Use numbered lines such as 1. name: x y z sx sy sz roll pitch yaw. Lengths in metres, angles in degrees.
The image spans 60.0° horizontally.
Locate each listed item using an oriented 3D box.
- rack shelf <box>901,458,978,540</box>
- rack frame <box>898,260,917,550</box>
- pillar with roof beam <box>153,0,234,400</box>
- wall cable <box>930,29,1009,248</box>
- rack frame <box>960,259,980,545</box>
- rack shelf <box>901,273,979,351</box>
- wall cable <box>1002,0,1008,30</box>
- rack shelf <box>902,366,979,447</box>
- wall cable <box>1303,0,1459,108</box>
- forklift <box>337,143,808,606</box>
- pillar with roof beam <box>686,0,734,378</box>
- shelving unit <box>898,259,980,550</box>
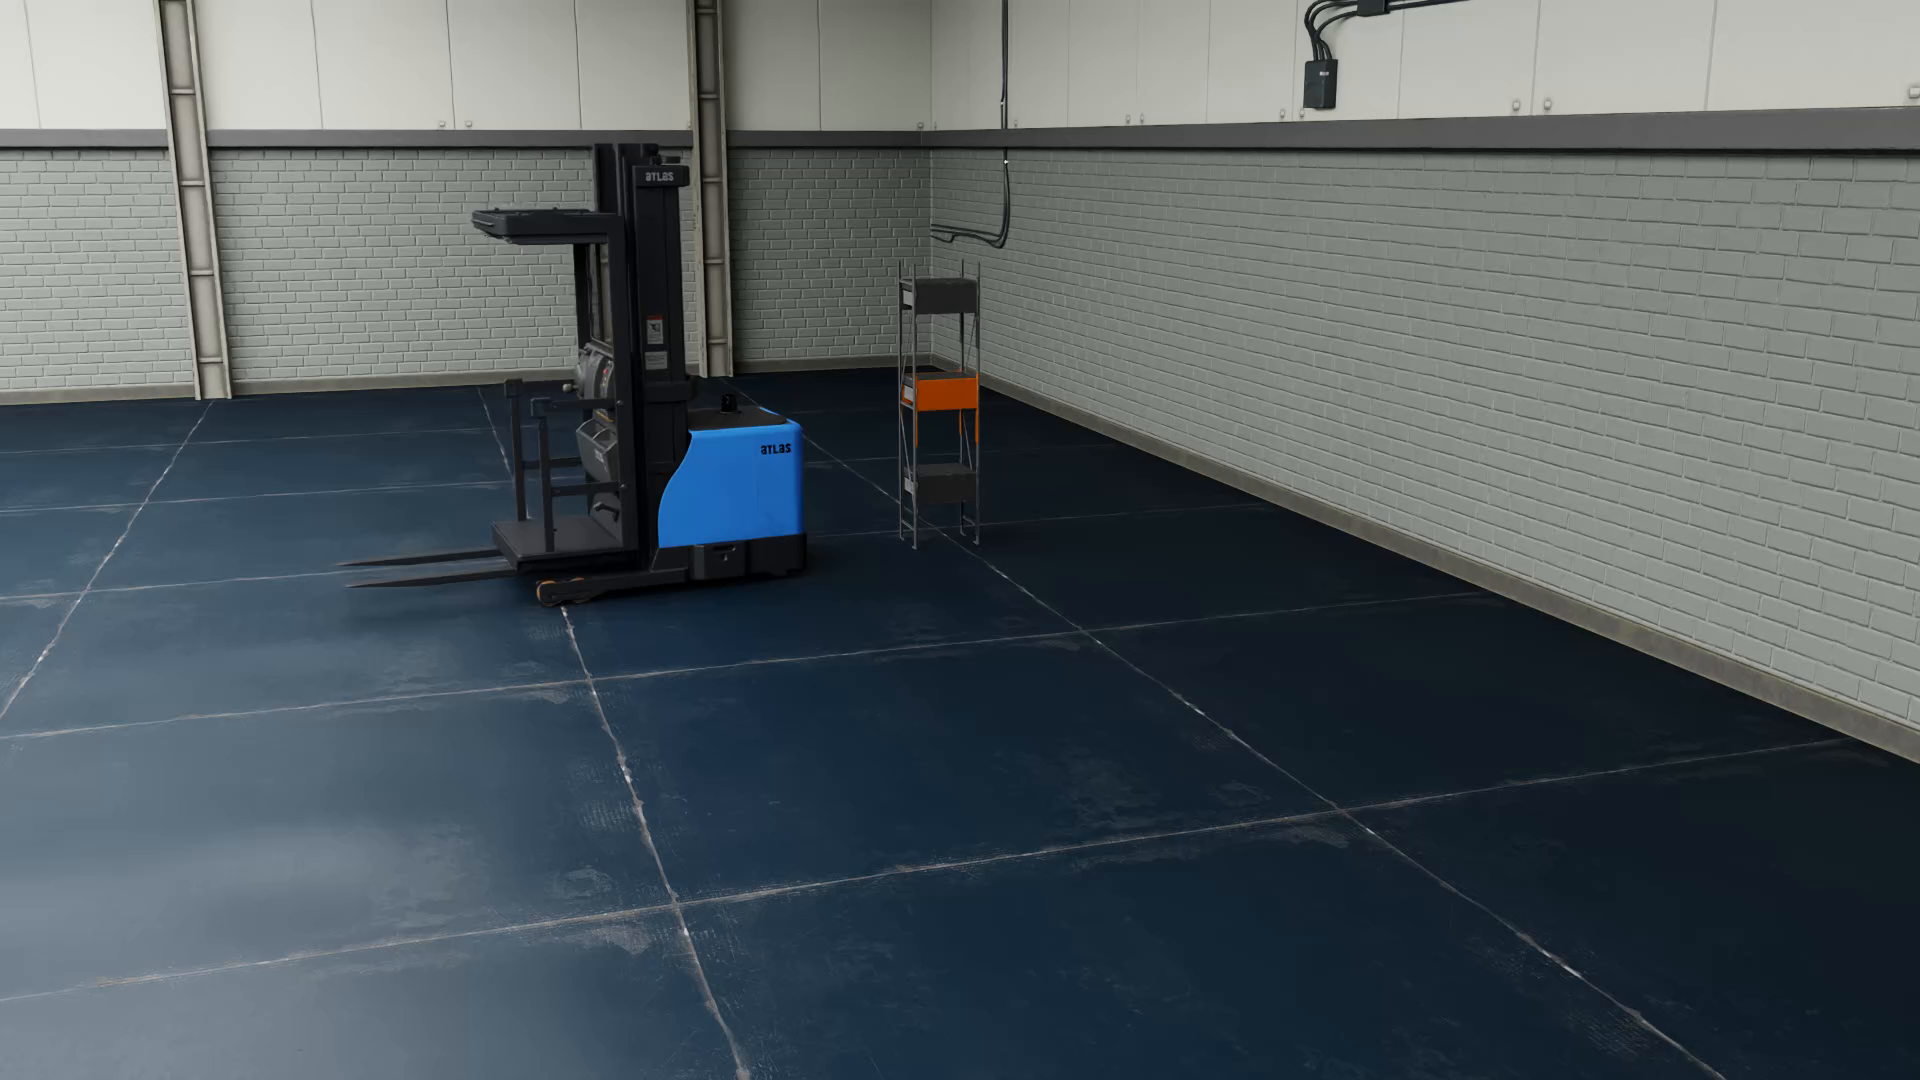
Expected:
1. rack shelf: -0.157 -0.315 12.514 0.480 0.518 0.431 -4 14 -18
2. rack frame: -0.388 -0.991 12.273 0.015 2.100 0.400 -4 14 -18
3. pillar with roof beam: -7.483 -5.129 14.761 0.400 9.000 9.100 -4 14 -18
4. wall cable: 0.045 -4.933 20.646 0.112 2.526 3.097 -4 14 -18
5. rack frame: 0.074 -1.027 12.424 0.015 2.100 0.400 -4 14 -18
6. rack shelf: -0.157 -1.677 12.190 0.480 0.518 0.431 -4 14 -18
7. wall cable: 0.908 -6.797 17.567 0.112 2.526 3.097 -4 14 -18
8. rack shelf: -0.157 -0.996 12.352 0.480 0.518 0.431 -4 14 -18
9. wall cable: 3.058 -6.015 11.135 0.169 6.003 2.305 -4 14 -18
10. forklift: -2.625 -1.133 11.073 3.031 2.935 1.130 -6 15 -24
11. pillar with roof beam: -1.796 -5.572 16.622 0.400 9.000 9.100 -4 14 -18
12. shelving unit: -0.157 -1.009 12.348 0.503 2.100 0.431 -4 14 -18
